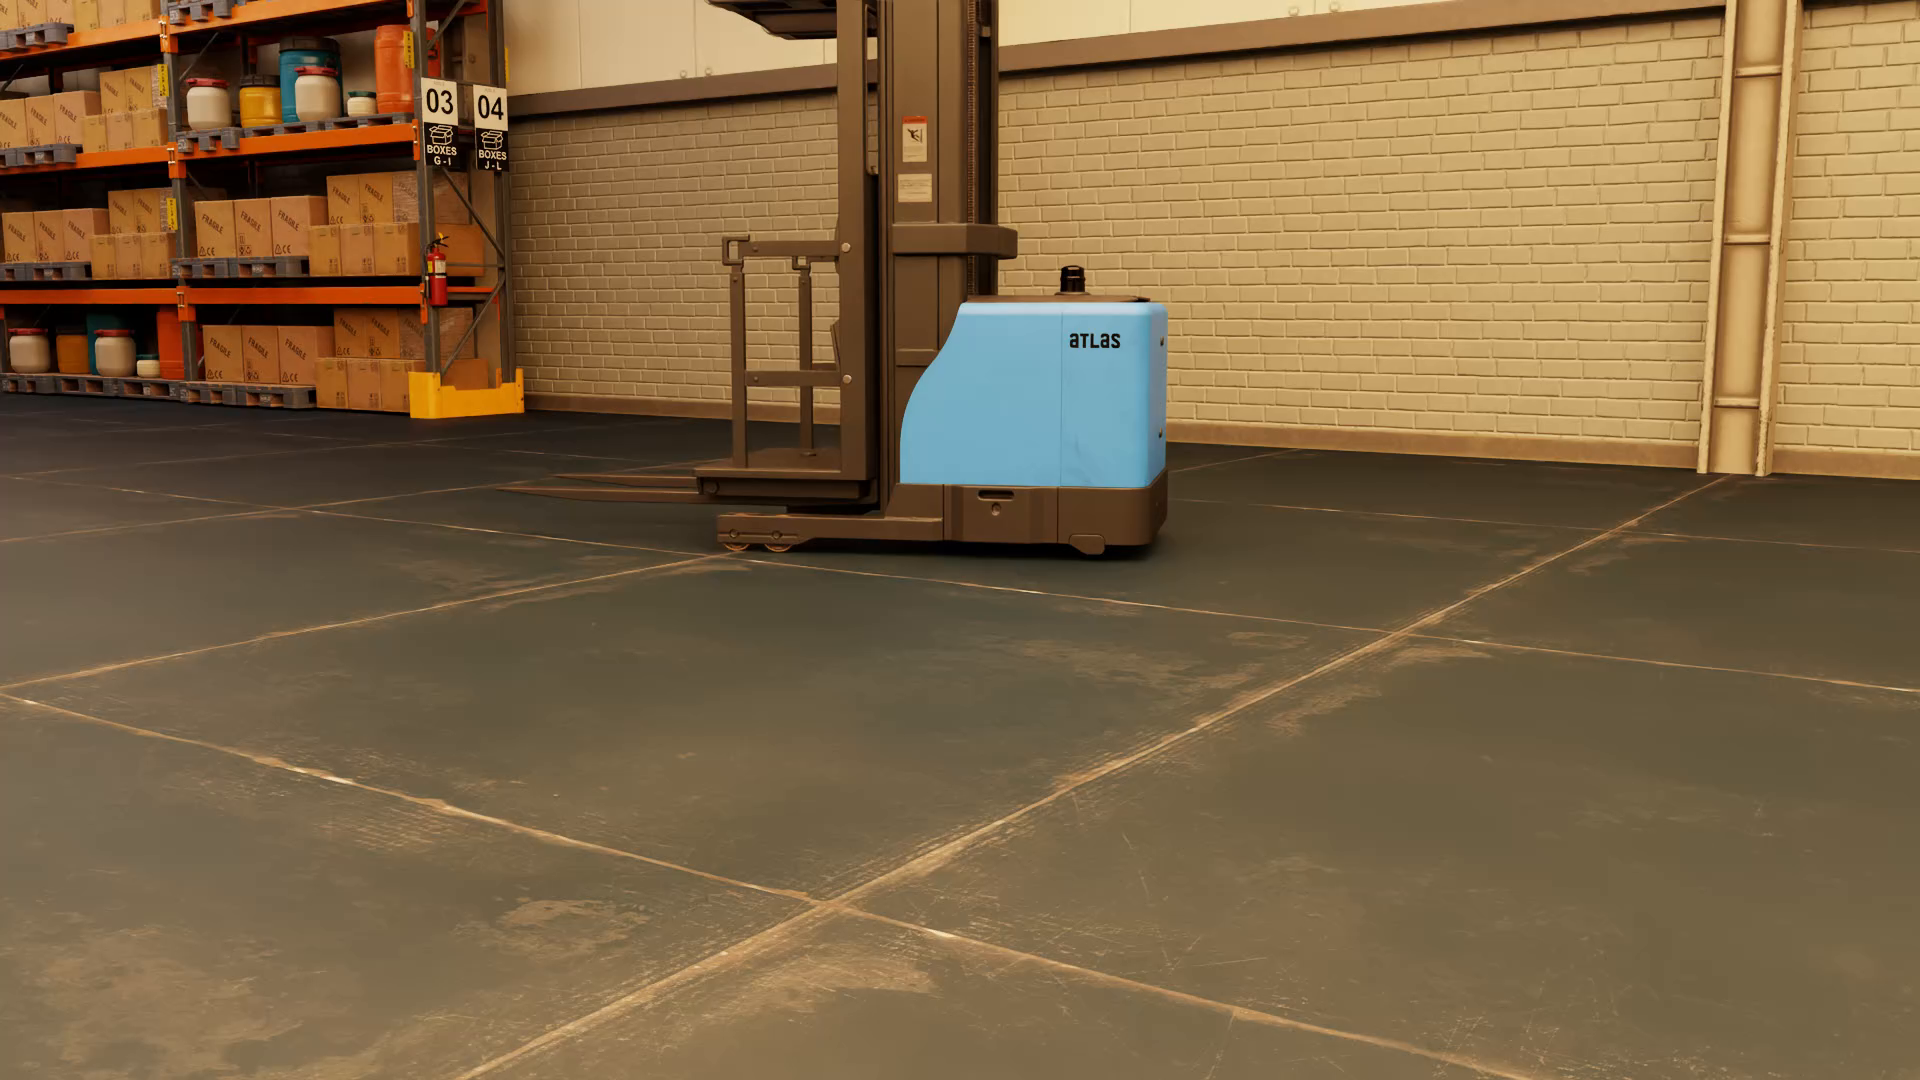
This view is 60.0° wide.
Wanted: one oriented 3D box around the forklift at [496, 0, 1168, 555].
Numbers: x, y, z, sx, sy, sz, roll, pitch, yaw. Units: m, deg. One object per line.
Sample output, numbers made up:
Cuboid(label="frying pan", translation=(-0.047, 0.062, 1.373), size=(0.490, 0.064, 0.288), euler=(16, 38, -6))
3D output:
Cuboid(label="forklift", translation=(-0.596, -1.469, 7.520), size=(3.031, 2.935, 1.130), euler=(2, 8, 12))
